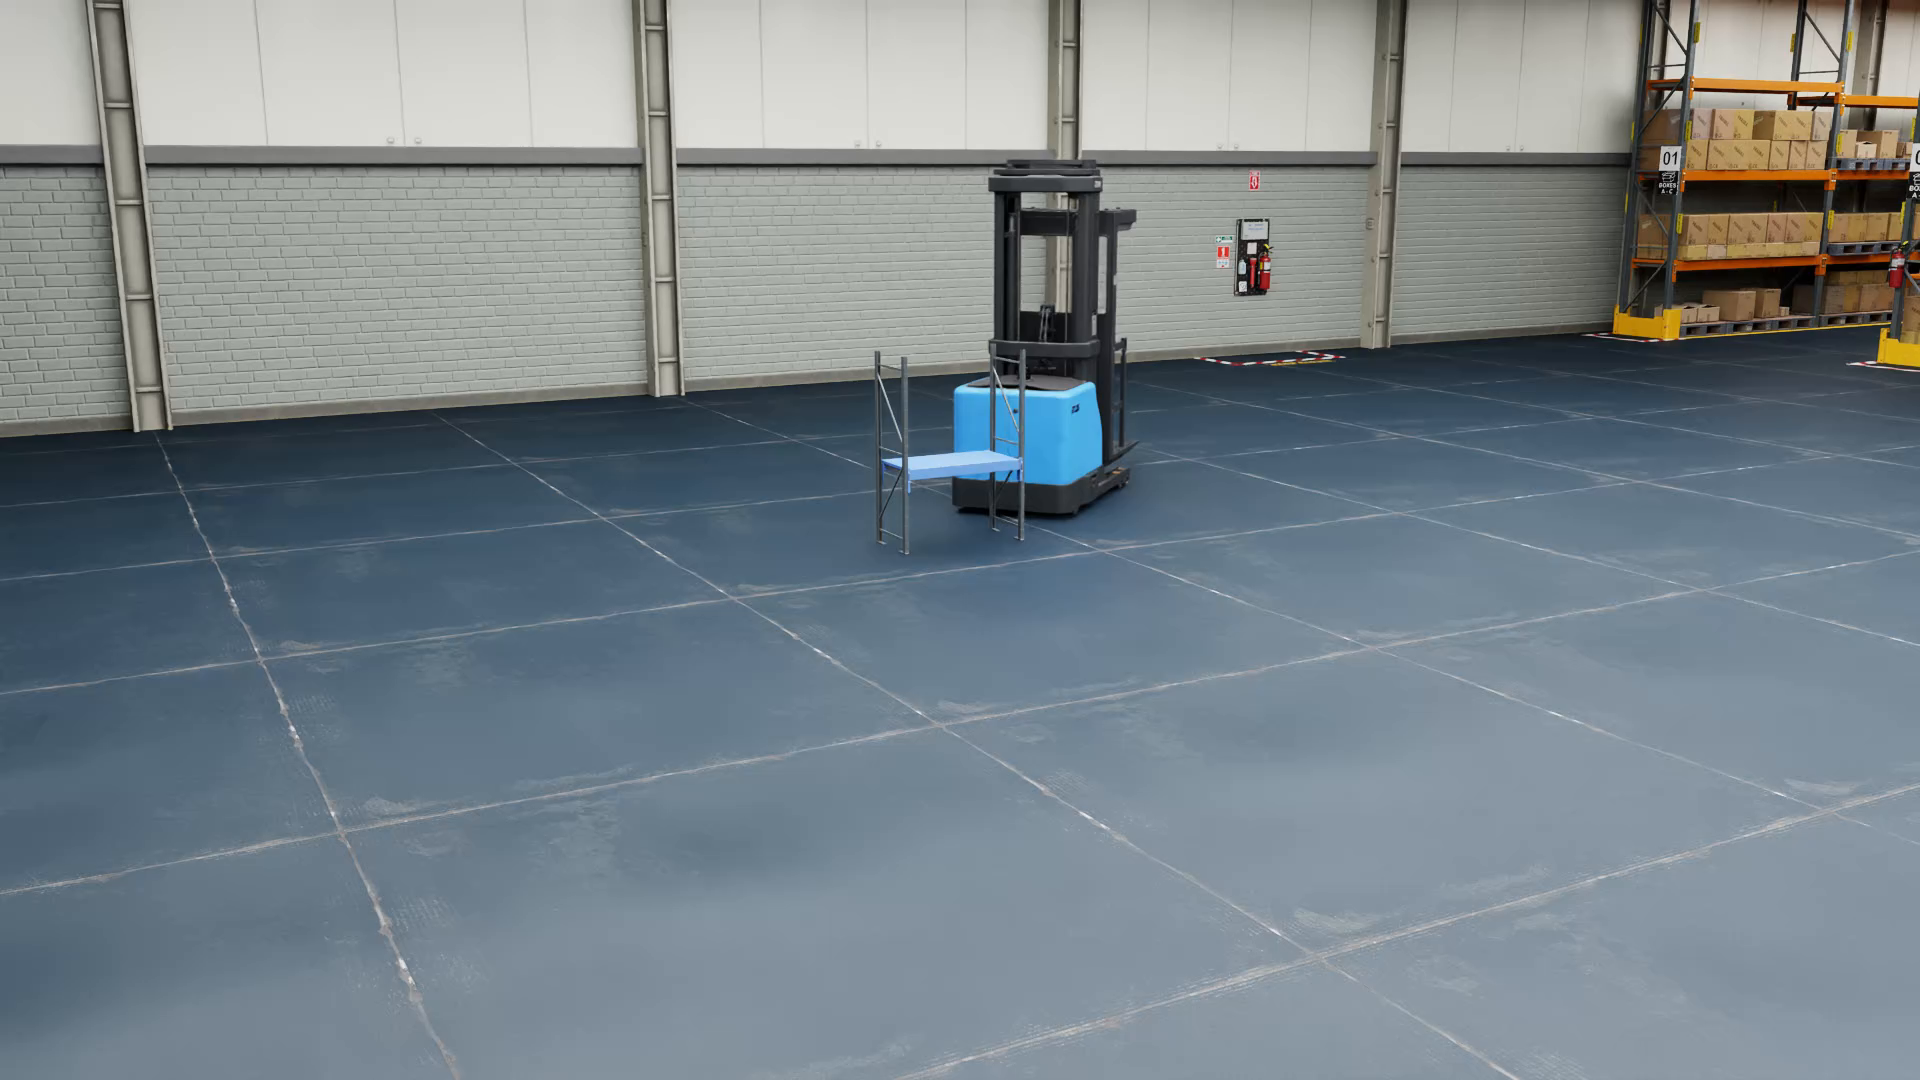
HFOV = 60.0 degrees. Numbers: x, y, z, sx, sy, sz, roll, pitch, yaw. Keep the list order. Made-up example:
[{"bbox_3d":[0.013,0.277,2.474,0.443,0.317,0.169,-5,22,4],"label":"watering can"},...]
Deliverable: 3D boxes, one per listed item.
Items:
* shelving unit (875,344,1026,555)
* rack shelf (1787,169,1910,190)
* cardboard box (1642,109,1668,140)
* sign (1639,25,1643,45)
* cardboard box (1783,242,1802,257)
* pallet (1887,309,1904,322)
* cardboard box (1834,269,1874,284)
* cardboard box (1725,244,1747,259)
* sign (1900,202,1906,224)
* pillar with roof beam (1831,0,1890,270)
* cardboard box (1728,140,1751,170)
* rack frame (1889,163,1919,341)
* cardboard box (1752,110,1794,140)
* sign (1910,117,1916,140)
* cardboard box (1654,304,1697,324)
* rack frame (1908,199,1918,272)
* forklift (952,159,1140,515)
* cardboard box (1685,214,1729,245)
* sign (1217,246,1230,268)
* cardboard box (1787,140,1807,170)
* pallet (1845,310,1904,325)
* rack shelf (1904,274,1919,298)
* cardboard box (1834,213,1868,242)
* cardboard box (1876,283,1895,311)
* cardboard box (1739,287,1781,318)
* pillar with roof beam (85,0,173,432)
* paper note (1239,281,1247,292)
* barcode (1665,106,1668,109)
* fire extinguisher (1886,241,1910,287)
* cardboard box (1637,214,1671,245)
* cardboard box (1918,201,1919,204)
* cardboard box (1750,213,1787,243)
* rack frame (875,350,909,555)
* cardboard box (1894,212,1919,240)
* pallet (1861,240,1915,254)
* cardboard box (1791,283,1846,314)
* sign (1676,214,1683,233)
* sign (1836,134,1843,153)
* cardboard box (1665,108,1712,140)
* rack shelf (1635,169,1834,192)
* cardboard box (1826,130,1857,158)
[{"bbox_3d":[-0.075,-0.723,12.905,1.048,1.500,0.538,-7,14,-28],"label":"shelving unit"},{"bbox_3d":[17.080,-6.738,31.023,4.000,0.370,1.077,-7,14,-28],"label":"rack shelf"},{"bbox_3d":[12.067,-7.100,28.441,0.500,0.500,0.500,-6,14,-25],"label":"cardboard box"},{"bbox_3d":[11.565,-8.563,28.174,0.005,0.325,0.100,-7,14,-28],"label":"sign"},{"bbox_3d":[14.613,-5.192,29.645,0.500,0.250,0.500,-7,14,-28],"label":"cardboard box"},{"bbox_3d":[18.149,-4.393,32.150,1.213,0.211,1.003,-7,14,-28],"label":"pallet"},{"bbox_3d":[16.802,-4.959,31.295,0.500,0.250,0.500,-7,15,-29],"label":"cardboard box"},{"bbox_3d":[13.293,-5.031,28.927,0.500,0.250,0.500,-7,15,-29],"label":"cardboard box"},{"bbox_3d":[13.942,-4.826,24.546,0.005,0.325,0.100,-7,14,-28],"label":"sign"},{"bbox_3d":[19.342,-7.963,27.996,0.400,9.000,9.100,-7,14,-28],"label":"pillar with roof beam"},{"bbox_3d":[13.169,-6.608,28.534,0.500,0.500,0.500,-6,14,-25],"label":"cardboard box"},{"bbox_3d":[14.190,-4.040,24.228,0.127,3.000,1.000,-7,14,-28],"label":"rack frame"},{"bbox_3d":[14.085,-7.203,28.901,0.500,0.500,0.500,-7,15,-30],"label":"cardboard box"},{"bbox_3d":[13.942,-6.003,24.281,0.005,0.325,0.100,-7,14,-28],"label":"sign"},{"bbox_3d":[12.464,-3.952,28.961,0.500,0.311,0.500,-9,15,-34],"label":"cardboard box"},{"bbox_3d":[18.835,-5.836,32.208,0.127,3.000,1.000,-7,14,-28],"label":"rack frame"},{"bbox_3d":[0.930,-1.921,14.969,1.130,2.935,3.031,5,14,20],"label":"forklift"},{"bbox_3d":[12.815,-5.339,28.588,0.500,0.500,0.500,-7,14,-28],"label":"cardboard box"},{"bbox_3d":[4.025,-4.330,25.435,0.234,0.329,0.001,-7,14,-28],"label":"sign"},{"bbox_3d":[14.550,-6.785,29.322,0.500,0.500,0.500,-8,15,-33],"label":"cardboard box"},{"bbox_3d":[17.079,-4.266,31.584,1.213,0.211,1.003,-7,14,-28],"label":"pallet"},{"bbox_3d":[15.946,-3.899,25.242,4.000,0.370,1.077,-7,14,-28],"label":"rack shelf"},{"bbox_3d":[16.281,-5.783,30.742,0.500,0.500,0.700,-5,14,-22],"label":"cardboard box"},{"bbox_3d":[17.298,-4.655,31.655,0.500,0.500,0.700,-7,14,-28],"label":"cardboard box"},{"bbox_3d":[14.433,-4.293,30.045,0.500,0.500,0.500,-8,15,-32],"label":"cardboard box"},{"bbox_3d":[-6.990,-4.807,13.972,0.400,9.000,9.100,-7,14,-28],"label":"pillar with roof beam"},{"bbox_3d":[4.371,-3.915,25.682,0.142,0.148,0.016,-7,14,-28],"label":"paper note"},{"bbox_3d":[12.197,-7.458,28.712,0.075,0.075,0.001,-7,14,-28],"label":"barcode"},{"bbox_3d":[13.864,-4.079,24.579,0.183,0.674,0.296,-7,14,-28],"label":"fire extinguisher"},{"bbox_3d":[12.125,-5.387,28.802,0.500,0.500,0.500,-7,14,-28],"label":"cardboard box"},{"bbox_3d":[19.109,-6.503,32.514,0.500,0.250,0.500,-6,14,-26],"label":"cardboard box"},{"bbox_3d":[14.175,-5.503,29.320,0.500,0.500,0.500,-7,15,-29],"label":"cardboard box"},{"bbox_3d":[-0.521,-0.669,12.667,0.032,1.500,0.500,-7,14,-28],"label":"rack frame"},{"bbox_3d":[17.950,-5.984,31.636,0.500,0.500,0.700,-8,15,-33],"label":"cardboard box"},{"bbox_3d":[17.117,-5.526,31.268,1.213,0.211,1.003,-7,14,-28],"label":"pallet"},{"bbox_3d":[15.962,-4.491,30.922,0.500,0.500,0.700,-6,14,-26],"label":"cardboard box"},{"bbox_3d":[12.074,-5.312,27.909,0.005,0.325,0.100,-7,14,-28],"label":"sign"},{"bbox_3d":[15.591,-7.027,29.491,0.005,0.325,0.100,-7,14,-28],"label":"sign"},{"bbox_3d":[12.268,-6.998,27.988,0.500,0.500,0.500,-8,15,-32],"label":"cardboard box"},{"bbox_3d":[13.569,-6.317,29.153,4.000,0.370,1.077,-7,14,-28],"label":"rack shelf"},{"bbox_3d":[15.843,-7.174,30.139,0.500,0.500,0.500,-5,13,-20],"label":"cardboard box"}]
